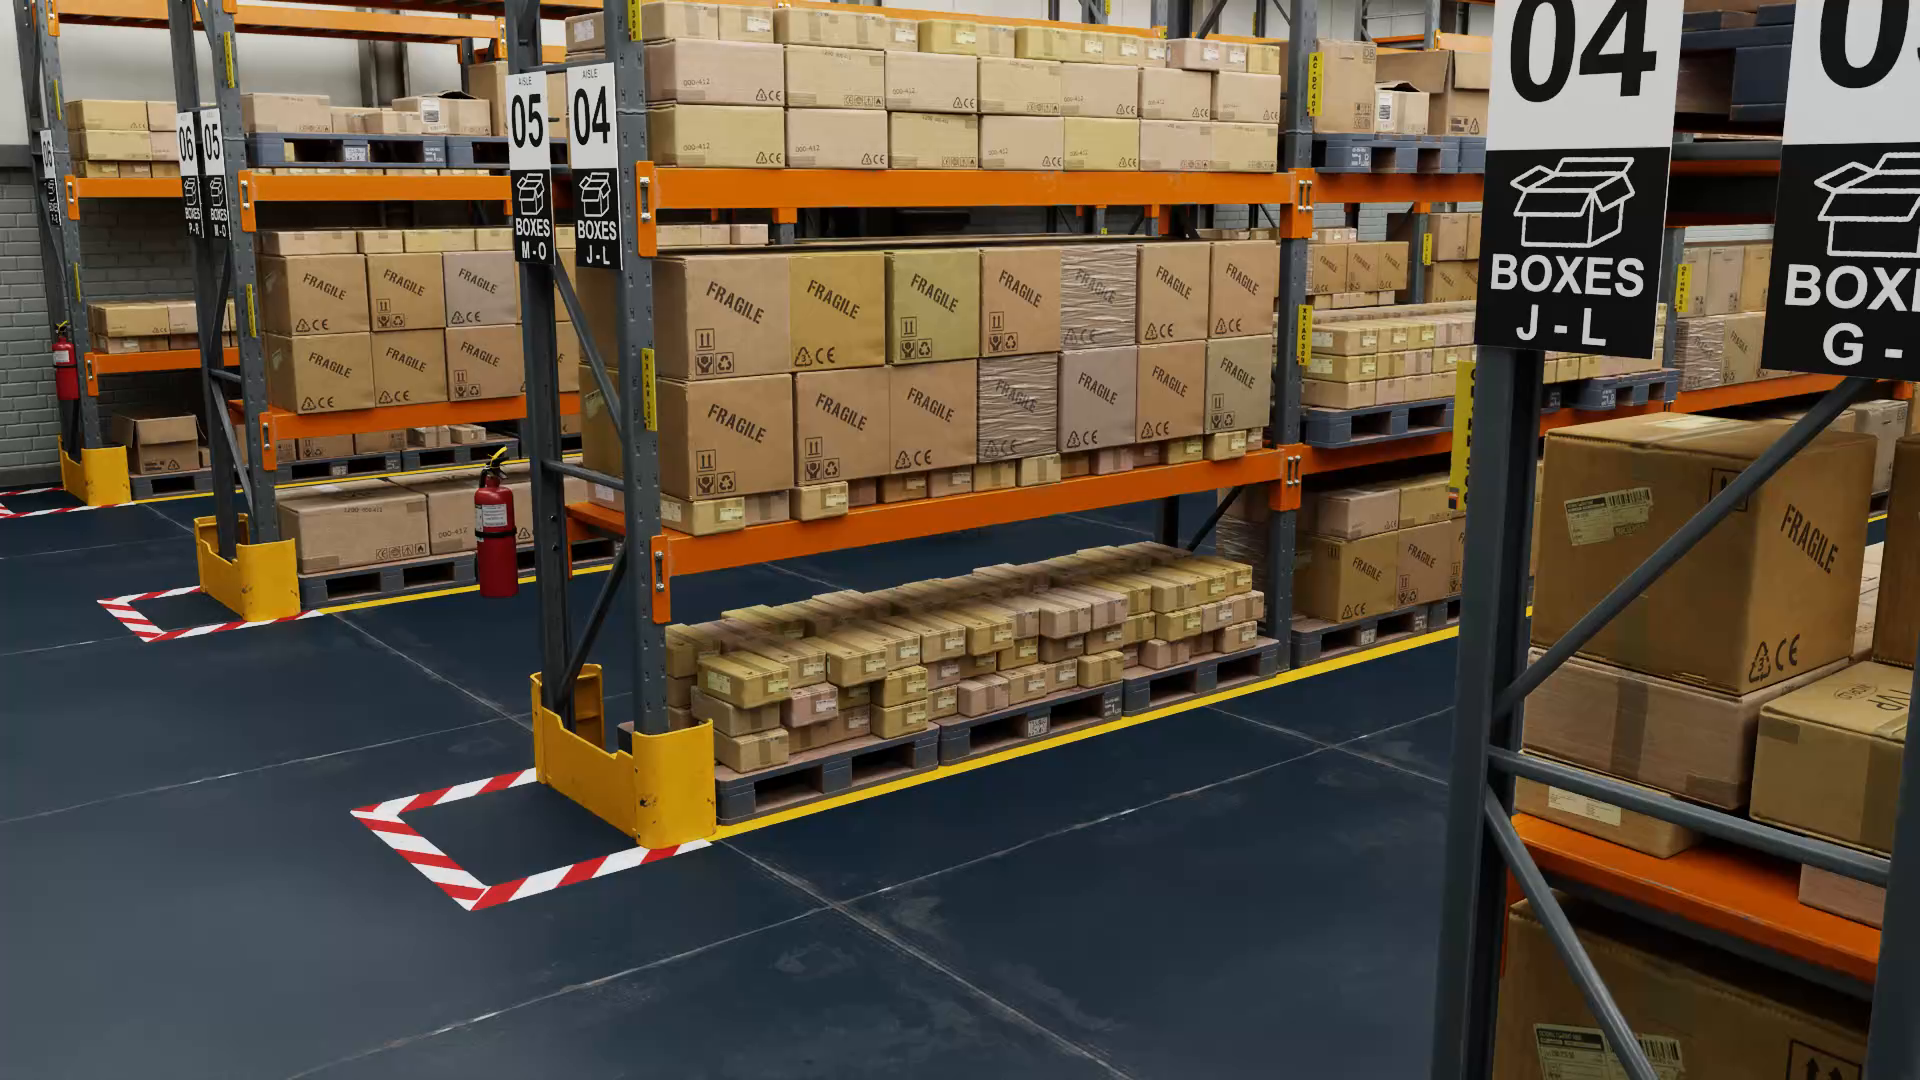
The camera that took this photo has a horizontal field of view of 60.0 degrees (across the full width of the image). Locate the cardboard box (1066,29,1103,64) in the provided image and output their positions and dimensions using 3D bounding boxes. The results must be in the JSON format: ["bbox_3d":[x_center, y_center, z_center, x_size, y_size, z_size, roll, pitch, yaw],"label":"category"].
[{"bbox_3d":[0.471,-2.361,8.004,0.250,0.149,0.380,-10,15,-38],"label":"cardboard box"}]

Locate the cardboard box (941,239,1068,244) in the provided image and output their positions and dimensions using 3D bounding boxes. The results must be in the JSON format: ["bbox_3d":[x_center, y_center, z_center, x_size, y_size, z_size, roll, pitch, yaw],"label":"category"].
[{"bbox_3d":[0.226,-1.319,8.756,0.500,0.500,0.500,-9,15,-37],"label":"cardboard box"}]

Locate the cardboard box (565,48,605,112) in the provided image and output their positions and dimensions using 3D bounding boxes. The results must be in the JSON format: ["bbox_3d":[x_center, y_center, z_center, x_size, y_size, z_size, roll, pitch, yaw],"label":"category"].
[{"bbox_3d":[-1.384,-2.005,7.287,0.500,0.250,0.500,-10,16,-39],"label":"cardboard box"}]

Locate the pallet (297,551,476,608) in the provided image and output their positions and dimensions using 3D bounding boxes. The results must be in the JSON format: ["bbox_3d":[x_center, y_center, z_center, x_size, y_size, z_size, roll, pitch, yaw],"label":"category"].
[{"bbox_3d":[-4.181,0.192,11.716,1.213,0.211,1.003,-9,15,-38],"label":"pallet"}]

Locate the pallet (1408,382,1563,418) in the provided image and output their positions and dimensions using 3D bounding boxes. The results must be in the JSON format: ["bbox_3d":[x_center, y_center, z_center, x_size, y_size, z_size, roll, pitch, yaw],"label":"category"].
[{"bbox_3d":[3.142,-0.946,10.826,1.213,0.211,1.003,-9,15,-38],"label":"pallet"}]

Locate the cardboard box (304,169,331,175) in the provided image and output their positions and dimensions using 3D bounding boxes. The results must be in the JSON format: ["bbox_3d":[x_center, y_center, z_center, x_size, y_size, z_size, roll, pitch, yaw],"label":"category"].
[{"bbox_3d":[-6.016,-3.424,15.417,0.250,0.149,0.380,-9,15,-37],"label":"cardboard box"}]

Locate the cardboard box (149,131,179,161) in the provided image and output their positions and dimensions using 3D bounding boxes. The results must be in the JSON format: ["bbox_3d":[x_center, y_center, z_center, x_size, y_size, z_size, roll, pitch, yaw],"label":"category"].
[{"bbox_3d":[-6.959,-3.482,14.729,0.500,0.250,0.500,-9,15,-37],"label":"cardboard box"}]

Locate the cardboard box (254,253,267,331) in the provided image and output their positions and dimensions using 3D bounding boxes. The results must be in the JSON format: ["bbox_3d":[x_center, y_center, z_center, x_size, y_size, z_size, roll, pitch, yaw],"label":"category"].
[{"bbox_3d":[-4.528,-1.695,11.240,0.500,0.500,0.500,-9,15,-36],"label":"cardboard box"}]

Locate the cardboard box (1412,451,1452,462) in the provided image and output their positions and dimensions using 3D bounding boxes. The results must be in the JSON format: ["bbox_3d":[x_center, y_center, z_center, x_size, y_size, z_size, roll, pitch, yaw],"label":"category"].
[{"bbox_3d":[3.182,-0.475,11.347,0.500,0.250,0.500,-9,15,-37],"label":"cardboard box"}]

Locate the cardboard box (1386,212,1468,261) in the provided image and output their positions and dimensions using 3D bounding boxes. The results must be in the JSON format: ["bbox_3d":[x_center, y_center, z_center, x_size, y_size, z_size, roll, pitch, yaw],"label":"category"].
[{"bbox_3d":[5.093,-3.318,18.169,0.500,0.500,0.700,-10,15,-38],"label":"cardboard box"}]

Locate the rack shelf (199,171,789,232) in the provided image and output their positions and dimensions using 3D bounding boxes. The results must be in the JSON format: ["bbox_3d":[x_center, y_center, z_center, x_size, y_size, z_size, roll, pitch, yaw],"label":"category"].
[{"bbox_3d":[-3.194,-2.430,11.863,4.000,0.370,1.077,-9,15,-38],"label":"rack shelf"}]

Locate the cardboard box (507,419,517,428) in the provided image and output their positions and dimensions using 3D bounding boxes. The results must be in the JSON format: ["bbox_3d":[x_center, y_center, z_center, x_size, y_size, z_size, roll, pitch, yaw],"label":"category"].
[{"bbox_3d":[-4.538,-1.473,17.853,0.500,0.500,0.500,-10,15,-38],"label":"cardboard box"}]

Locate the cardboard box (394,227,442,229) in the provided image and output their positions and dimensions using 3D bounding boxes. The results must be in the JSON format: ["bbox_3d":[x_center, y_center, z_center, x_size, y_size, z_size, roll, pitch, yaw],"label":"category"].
[{"bbox_3d":[-3.798,-2.122,11.692,0.250,0.149,0.380,-10,15,-38],"label":"cardboard box"}]

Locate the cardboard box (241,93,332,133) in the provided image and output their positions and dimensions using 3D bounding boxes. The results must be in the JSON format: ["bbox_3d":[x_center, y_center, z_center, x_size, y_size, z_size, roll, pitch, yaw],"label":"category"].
[{"bbox_3d":[-4.461,-2.777,10.872,0.500,0.250,0.500,-11,16,-43],"label":"cardboard box"}]

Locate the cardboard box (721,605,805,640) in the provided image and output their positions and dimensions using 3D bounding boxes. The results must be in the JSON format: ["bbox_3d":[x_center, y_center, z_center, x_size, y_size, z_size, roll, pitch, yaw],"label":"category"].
[{"bbox_3d":[-0.975,0.445,8.232,0.250,0.149,0.380,-10,15,-39],"label":"cardboard box"}]

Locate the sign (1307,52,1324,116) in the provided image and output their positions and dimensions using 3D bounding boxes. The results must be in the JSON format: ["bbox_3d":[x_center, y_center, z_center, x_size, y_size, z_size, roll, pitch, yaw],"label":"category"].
[{"bbox_3d":[1.883,-2.418,8.828,0.005,0.325,0.100,-9,15,-38],"label":"sign"}]

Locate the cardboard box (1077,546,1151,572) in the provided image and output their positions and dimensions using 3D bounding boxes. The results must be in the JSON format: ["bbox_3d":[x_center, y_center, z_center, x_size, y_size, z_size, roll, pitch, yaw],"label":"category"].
[{"bbox_3d":[0.888,0.151,9.619,0.250,0.149,0.380,-9,15,-35],"label":"cardboard box"}]

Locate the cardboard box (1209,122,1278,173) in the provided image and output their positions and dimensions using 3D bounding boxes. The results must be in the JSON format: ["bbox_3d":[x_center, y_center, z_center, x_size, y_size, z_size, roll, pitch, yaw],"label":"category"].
[{"bbox_3d":[1.324,-2.071,8.801,0.500,0.250,0.500,-9,15,-36],"label":"cardboard box"}]

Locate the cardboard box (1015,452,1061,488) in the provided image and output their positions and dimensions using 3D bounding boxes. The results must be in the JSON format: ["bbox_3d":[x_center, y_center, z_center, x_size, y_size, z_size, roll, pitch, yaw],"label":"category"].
[{"bbox_3d":[0.286,-0.372,8.266,0.250,0.149,0.380,-9,15,-37],"label":"cardboard box"}]

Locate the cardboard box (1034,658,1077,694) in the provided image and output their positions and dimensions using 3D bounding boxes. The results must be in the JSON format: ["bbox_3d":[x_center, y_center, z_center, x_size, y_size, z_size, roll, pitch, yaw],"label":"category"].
[{"bbox_3d":[0.391,0.668,8.615,0.250,0.149,0.380,-9,15,-37],"label":"cardboard box"}]

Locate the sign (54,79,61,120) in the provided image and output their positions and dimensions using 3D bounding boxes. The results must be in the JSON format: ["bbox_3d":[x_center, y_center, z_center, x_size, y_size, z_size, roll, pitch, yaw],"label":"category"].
[{"bbox_3d":[-7.521,-3.667,13.850,0.005,0.325,0.100,-9,15,-38],"label":"sign"}]

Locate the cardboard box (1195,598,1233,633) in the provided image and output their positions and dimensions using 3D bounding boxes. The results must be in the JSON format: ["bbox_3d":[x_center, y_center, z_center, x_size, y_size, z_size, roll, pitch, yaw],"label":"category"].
[{"bbox_3d":[1.288,0.388,9.215,0.250,0.149,0.380,-10,16,-40],"label":"cardboard box"}]

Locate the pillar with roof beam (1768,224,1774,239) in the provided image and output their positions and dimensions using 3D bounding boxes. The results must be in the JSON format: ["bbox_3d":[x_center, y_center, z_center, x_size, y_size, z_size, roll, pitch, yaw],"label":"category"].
[{"bbox_3d":[20.272,-8.564,31.795,0.548,9.000,9.100,-9,15,-38],"label":"pillar with roof beam"}]

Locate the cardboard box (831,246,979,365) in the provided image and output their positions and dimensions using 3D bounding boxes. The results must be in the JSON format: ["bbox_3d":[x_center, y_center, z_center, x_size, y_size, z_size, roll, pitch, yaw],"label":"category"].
[{"bbox_3d":[-0.258,-1.095,7.699,0.500,0.500,0.500,-10,15,-39],"label":"cardboard box"}]

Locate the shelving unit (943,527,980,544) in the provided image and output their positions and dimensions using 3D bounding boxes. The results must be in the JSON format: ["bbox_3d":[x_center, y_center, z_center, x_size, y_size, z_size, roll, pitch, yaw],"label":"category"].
[{"bbox_3d":[0.011,-0.589,13.013,0.189,1.200,0.258,-9,15,-38],"label":"shelving unit"}]

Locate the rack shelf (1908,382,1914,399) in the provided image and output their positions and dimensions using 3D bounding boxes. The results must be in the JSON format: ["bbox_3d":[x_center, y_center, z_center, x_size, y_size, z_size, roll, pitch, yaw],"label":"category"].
[{"bbox_3d":[9.347,-1.730,15.789,4.000,0.370,1.077,-9,15,-38],"label":"rack shelf"}]

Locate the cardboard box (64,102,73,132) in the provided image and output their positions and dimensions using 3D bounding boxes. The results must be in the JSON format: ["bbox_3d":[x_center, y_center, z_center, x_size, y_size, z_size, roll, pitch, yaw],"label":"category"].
[{"bbox_3d":[-7.687,-3.747,14.773,0.500,0.250,0.500,-10,16,-39],"label":"cardboard box"}]

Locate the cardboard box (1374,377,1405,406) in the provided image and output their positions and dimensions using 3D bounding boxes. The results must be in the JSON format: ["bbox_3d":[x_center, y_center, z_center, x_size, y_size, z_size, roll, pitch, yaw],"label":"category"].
[{"bbox_3d":[2.346,-0.881,9.649,0.250,0.149,0.380,-9,15,-37],"label":"cardboard box"}]

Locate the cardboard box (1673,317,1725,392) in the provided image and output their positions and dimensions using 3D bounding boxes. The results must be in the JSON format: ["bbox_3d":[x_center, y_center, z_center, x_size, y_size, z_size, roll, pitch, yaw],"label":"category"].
[{"bbox_3d":[5.181,-1.367,12.105,0.500,0.500,0.500,-9,15,-37],"label":"cardboard box"}]

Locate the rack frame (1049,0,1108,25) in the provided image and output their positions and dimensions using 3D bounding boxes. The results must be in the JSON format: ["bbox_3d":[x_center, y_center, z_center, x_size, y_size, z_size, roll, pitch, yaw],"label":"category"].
[{"bbox_3d":[1.510,-6.352,21.377,0.127,3.000,1.000,-9,15,-38],"label":"rack frame"}]

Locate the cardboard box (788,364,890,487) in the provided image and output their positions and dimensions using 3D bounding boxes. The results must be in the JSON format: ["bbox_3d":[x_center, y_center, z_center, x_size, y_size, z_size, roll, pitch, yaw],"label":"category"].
[{"bbox_3d":[-0.660,-0.547,7.527,0.500,0.500,0.500,-9,15,-38],"label":"cardboard box"}]

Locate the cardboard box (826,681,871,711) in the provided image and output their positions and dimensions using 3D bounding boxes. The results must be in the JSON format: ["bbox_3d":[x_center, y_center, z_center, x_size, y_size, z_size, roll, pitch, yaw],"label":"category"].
[{"bbox_3d":[-0.630,0.679,7.846,0.250,0.149,0.380,-9,15,-37],"label":"cardboard box"}]

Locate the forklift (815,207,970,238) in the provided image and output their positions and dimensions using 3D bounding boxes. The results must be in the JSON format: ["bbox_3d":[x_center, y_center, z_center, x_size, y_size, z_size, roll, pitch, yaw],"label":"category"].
[{"bbox_3d":[-0.579,-2.157,16.229,3.031,2.935,1.130,-9,15,-38],"label":"forklift"}]

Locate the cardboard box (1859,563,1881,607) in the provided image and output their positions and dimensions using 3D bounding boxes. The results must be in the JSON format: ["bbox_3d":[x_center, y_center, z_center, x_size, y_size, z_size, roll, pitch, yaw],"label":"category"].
[{"bbox_3d":[2.441,0.242,4.413,0.500,0.250,0.500,-10,16,-40],"label":"cardboard box"}]

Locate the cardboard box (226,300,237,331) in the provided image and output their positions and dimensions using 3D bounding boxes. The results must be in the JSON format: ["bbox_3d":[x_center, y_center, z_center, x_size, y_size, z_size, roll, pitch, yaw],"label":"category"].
[{"bbox_3d":[-6.550,-2.079,15.344,0.500,0.250,0.500,-10,15,-39],"label":"cardboard box"}]

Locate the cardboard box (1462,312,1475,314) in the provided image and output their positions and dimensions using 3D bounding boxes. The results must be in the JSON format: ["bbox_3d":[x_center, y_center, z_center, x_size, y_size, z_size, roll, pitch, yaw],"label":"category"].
[{"bbox_3d":[3.351,-1.338,10.372,0.250,0.149,0.380,-9,15,-36],"label":"cardboard box"}]

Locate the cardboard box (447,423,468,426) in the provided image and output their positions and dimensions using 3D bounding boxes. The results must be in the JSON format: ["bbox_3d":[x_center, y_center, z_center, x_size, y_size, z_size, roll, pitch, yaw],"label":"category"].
[{"bbox_3d":[-5.400,-1.222,17.124,0.500,0.311,0.500,-9,15,-36],"label":"cardboard box"}]

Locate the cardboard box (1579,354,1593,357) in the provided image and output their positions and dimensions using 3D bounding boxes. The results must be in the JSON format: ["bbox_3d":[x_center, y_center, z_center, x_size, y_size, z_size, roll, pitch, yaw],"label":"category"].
[{"bbox_3d":[3.954,-1.292,10.870,0.250,0.149,0.380,-9,15,-38],"label":"cardboard box"}]

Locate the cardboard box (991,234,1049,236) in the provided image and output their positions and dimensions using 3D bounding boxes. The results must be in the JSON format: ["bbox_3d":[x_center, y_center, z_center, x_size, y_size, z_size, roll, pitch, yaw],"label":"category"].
[{"bbox_3d":[0.572,-2.541,15.227,0.500,0.500,0.500,-9,15,-37],"label":"cardboard box"}]

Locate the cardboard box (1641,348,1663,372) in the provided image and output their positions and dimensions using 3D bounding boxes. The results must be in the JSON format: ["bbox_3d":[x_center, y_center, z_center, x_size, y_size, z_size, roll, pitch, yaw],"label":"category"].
[{"bbox_3d":[4.564,-1.248,11.377,0.250,0.149,0.380,-9,15,-37],"label":"cardboard box"}]

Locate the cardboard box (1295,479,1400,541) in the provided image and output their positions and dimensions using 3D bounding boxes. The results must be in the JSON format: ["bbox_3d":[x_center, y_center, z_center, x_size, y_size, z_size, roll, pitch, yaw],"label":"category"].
[{"bbox_3d":[2.281,-0.187,9.991,0.500,0.250,0.500,-10,16,-40],"label":"cardboard box"}]

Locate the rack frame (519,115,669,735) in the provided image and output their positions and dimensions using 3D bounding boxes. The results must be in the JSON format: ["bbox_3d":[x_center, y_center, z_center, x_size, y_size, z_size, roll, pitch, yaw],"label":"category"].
[{"bbox_3d":[-1.585,-0.266,7.159,0.127,3.000,1.000,-9,15,-38],"label":"rack frame"}]

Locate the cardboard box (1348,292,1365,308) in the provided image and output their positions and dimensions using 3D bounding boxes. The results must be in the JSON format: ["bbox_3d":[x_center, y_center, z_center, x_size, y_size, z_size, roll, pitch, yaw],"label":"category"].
[{"bbox_3d":[3.989,-2.513,17.336,0.250,0.149,0.380,-10,15,-39],"label":"cardboard box"}]

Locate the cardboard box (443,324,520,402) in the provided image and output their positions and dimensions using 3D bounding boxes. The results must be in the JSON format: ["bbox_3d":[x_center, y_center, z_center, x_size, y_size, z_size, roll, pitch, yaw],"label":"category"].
[{"bbox_3d":[-3.416,-1.253,11.569,0.500,0.500,0.500,-10,15,-38],"label":"cardboard box"}]

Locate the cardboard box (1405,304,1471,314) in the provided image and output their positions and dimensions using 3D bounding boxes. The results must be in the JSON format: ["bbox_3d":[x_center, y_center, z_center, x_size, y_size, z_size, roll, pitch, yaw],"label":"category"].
[{"bbox_3d":[3.155,-1.478,11.029,0.250,0.149,0.380,-9,15,-36],"label":"cardboard box"}]

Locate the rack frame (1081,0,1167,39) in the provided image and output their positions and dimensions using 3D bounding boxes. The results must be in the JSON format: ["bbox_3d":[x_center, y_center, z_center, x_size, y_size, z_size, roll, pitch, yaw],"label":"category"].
[{"bbox_3d":[1.491,-5.028,15.144,0.127,3.000,1.000,-9,15,-38],"label":"rack frame"}]

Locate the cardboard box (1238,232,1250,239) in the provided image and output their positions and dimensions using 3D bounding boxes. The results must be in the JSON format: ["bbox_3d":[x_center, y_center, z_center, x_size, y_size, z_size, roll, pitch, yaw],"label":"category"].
[{"bbox_3d":[3.884,-4.272,23.506,0.250,0.149,0.380,-9,15,-37],"label":"cardboard box"}]

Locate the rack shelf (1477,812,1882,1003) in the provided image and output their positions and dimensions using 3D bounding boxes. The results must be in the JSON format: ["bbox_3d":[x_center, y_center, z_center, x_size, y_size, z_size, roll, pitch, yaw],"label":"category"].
[{"bbox_3d":[2.996,0.644,4.605,4.000,0.370,1.077,-9,15,-38],"label":"rack shelf"}]

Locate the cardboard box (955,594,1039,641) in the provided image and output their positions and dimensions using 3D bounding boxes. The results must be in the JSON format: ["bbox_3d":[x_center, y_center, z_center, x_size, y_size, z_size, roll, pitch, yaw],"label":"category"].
[{"bbox_3d":[0.188,0.397,8.456,0.250,0.149,0.380,-9,15,-38],"label":"cardboard box"}]

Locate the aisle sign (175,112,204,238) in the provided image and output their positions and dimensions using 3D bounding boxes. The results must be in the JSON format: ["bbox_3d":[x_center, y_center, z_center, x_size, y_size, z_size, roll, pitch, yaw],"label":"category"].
[{"bbox_3d":[-5.006,-2.368,10.801,0.004,0.787,0.394,-9,15,-38],"label":"aisle sign"}]

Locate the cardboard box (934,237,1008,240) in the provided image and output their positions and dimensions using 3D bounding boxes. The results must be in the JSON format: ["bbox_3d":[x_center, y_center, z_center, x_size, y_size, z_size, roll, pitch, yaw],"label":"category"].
[{"bbox_3d":[0.063,-2.326,14.215,0.500,0.500,0.500,-10,15,-39],"label":"cardboard box"}]
